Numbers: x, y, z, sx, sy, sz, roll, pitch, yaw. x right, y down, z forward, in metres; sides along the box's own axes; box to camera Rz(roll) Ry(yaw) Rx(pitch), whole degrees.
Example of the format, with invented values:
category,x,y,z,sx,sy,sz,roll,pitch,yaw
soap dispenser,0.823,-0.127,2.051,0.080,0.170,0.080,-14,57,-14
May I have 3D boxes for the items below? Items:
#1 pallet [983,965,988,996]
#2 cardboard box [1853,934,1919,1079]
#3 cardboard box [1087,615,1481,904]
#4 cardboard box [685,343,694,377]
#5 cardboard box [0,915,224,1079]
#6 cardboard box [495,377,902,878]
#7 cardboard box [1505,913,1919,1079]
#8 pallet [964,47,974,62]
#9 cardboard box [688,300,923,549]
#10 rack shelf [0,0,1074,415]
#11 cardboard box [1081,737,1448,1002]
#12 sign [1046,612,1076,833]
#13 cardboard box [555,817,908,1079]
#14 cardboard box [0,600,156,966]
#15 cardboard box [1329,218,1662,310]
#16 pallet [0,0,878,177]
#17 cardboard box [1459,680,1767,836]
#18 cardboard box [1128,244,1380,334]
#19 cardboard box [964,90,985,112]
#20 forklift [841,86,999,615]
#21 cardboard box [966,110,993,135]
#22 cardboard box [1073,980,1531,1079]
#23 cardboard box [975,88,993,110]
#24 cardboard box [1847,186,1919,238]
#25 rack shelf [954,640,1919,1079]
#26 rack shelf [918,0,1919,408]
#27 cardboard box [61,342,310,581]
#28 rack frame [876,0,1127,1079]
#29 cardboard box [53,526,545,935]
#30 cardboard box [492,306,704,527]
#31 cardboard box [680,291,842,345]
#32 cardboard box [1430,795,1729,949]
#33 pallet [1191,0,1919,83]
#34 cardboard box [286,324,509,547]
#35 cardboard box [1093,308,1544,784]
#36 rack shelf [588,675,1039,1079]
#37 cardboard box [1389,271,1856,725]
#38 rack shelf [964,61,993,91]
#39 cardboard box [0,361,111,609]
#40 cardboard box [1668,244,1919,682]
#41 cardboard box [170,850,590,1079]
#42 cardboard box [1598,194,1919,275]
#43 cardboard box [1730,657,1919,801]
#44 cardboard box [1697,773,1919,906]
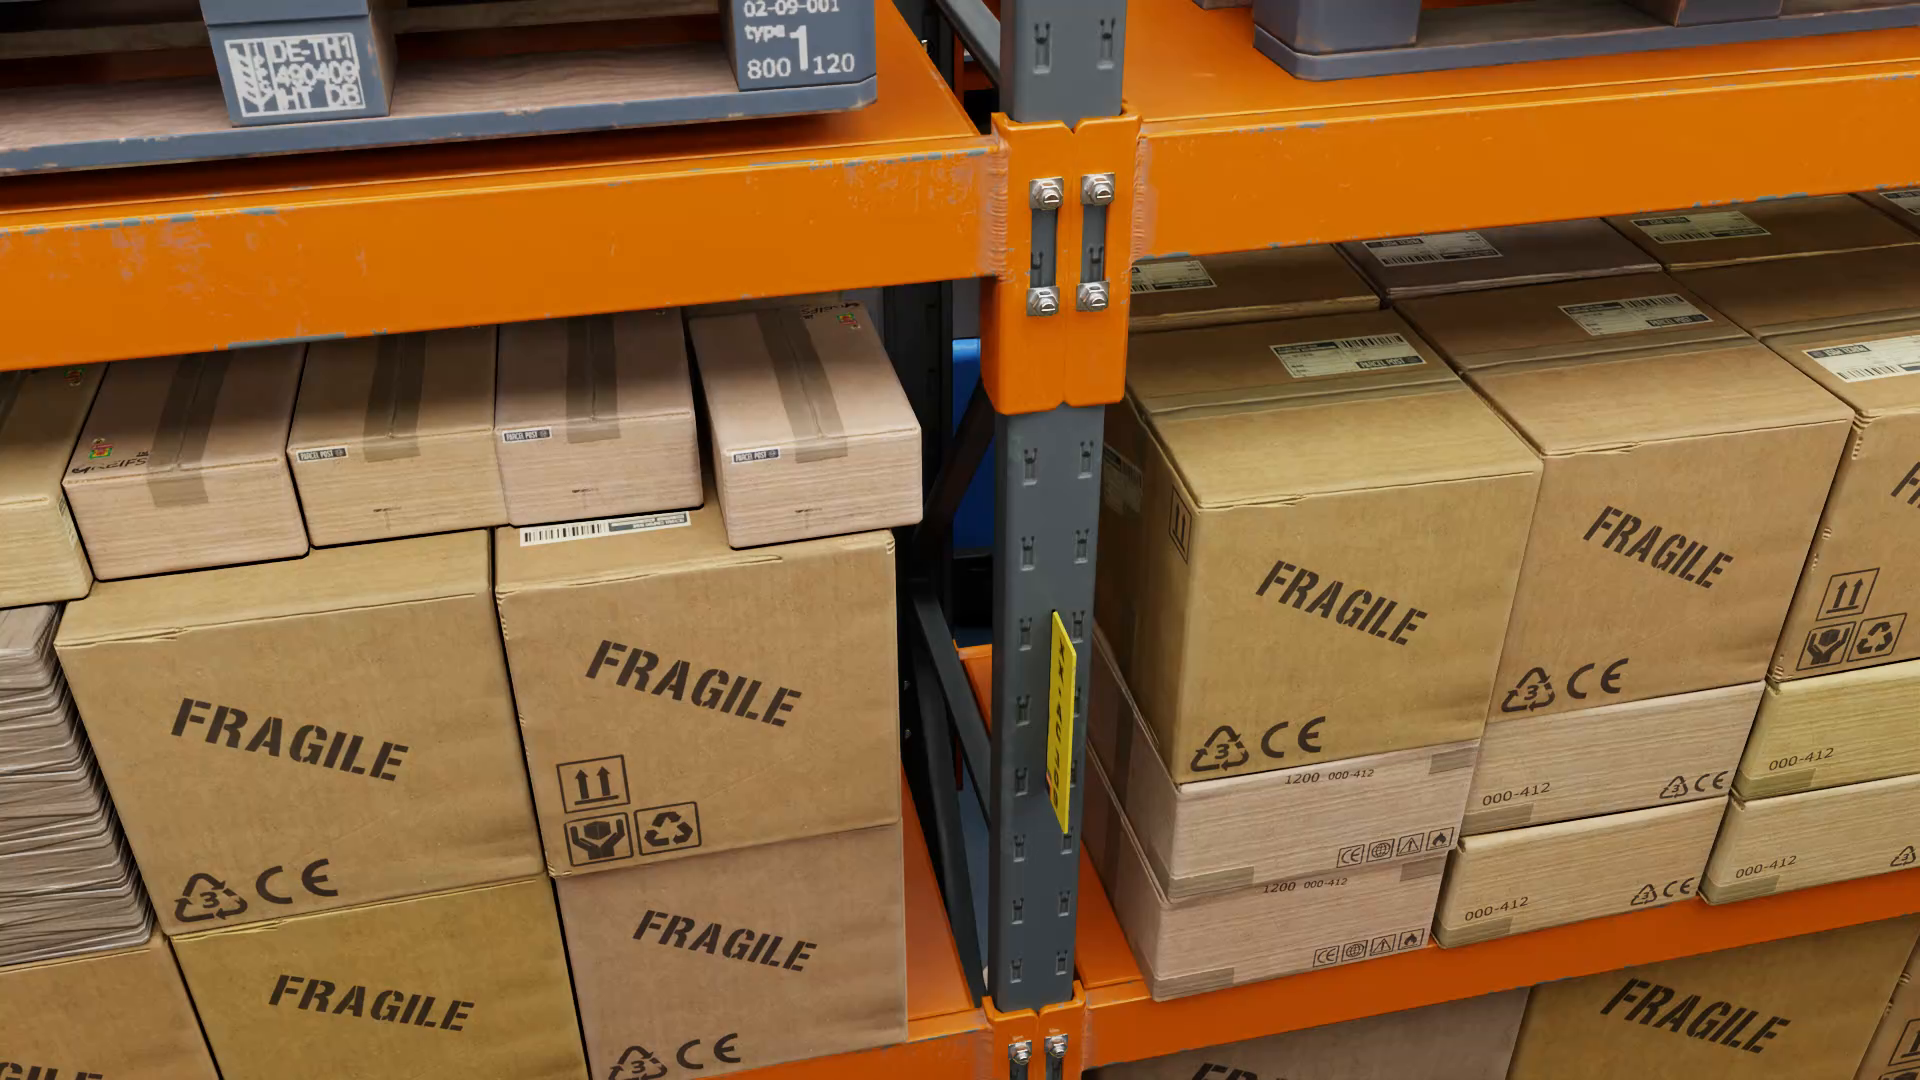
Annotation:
category,x,y,z,sx,sy,sz,roll,pitch,yaw
pallet,0.752,1.372,4.016,1.213,0.211,1.003,-7,35,-11
cardboard box,2.355,0.713,4.025,0.875,0.875,0.875,-7,34,-10
cardboard box,0.508,0.304,2.792,0.500,0.250,0.500,-8,35,-12
cardboard box,-0.502,-0.180,2.839,0.500,0.500,0.500,-7,34,-10
cardboard box,-1.367,0.640,2.514,0.500,0.500,0.500,-8,35,-11
cardboard box,-0.383,0.101,2.420,0.500,0.500,0.500,-7,35,-11
cardboard box,1.483,0.823,3.862,0.875,0.875,0.875,-6,34,-9
pallet,-0.279,-2.307,7.168,1.213,0.211,1.003,-7,35,-11
cardboard box,-0.214,-0.165,2.235,0.250,0.149,0.380,-8,35,-12
rack shelf,-1.934,-0.351,2.035,4.000,0.370,1.077,-7,35,-11
cardboard box,0.504,0.501,2.945,0.500,0.250,0.500,-8,35,-12
sign,0.140,0.259,2.324,0.005,0.325,0.100,-7,35,-11
cardboard box,-0.380,0.504,2.717,0.500,0.500,0.500,-7,34,-10
cardboard box,-1.374,0.227,2.233,0.500,0.500,0.500,-7,34,-10
cardboard box,0.900,-0.366,3.116,0.500,0.500,0.500,-7,34,-10
pallet,-0.784,-0.764,2.084,1.213,0.211,1.003,-7,35,-11
cardboard box,1.010,0.224,2.910,0.500,0.250,0.500,-7,34,-10
cardboard box,0.397,-0.298,3.016,0.500,0.500,0.500,-6,34,-9
cardboard box,-0.052,-2.071,7.928,0.250,0.149,0.380,-9,35,-13
forklift,0.878,-1.300,5.557,3.031,2.935,1.130,-5,34,-8
cardboard box,0.091,-1.808,7.536,0.250,0.149,0.380,-8,35,-11
cardboard box,0.603,0.938,3.690,0.875,0.875,0.875,-6,34,-9
cardboard box,0.228,-2.075,7.935,0.250,0.149,0.380,-6,34,-9
cardboard box,1.900,-0.489,3.300,0.500,0.500,0.500,-7,34,-10
rack shelf,1.967,0.403,3.604,4.000,0.370,1.077,-7,35,-11
rack shelf,1.967,-0.843,2.768,4.000,0.370,1.077,-7,35,-11
cardboard box,-0.983,-0.126,2.176,0.250,0.149,0.380,-7,35,-11
rack frame,0.016,0.350,3.037,0.127,3.000,1.000,-7,35,-11
cardboard box,-0.880,0.159,2.334,0.500,0.500,0.500,-8,35,-11
cardboard box,-0.495,-0.192,2.275,0.250,0.149,0.380,-6,34,-9
cardboard box,-0.349,-0.479,2.702,0.250,0.149,0.380,-8,35,-11
cardboard box,1.008,0.437,3.041,0.500,0.250,0.500,-8,35,-12
pallet,0.900,-0.956,2.462,1.217,0.209,0.805,-9,35,-12
cardboard box,-0.740,-0.167,2.237,0.250,0.149,0.380,-7,35,-10
cardboard box,0.509,-0.005,2.578,0.500,0.500,0.500,-7,34,-10
rack shelf,-1.934,0.894,2.871,4.000,0.370,1.077,-7,35,-11
cardboard box,0.999,-0.082,2.694,0.500,0.500,0.500,-7,35,-11
rack shelf,0.868,-2.295,7.623,4.000,0.370,1.077,-7,35,-11
cardboard box,-1.219,-0.075,2.101,0.250,0.149,0.380,-7,35,-11
cardboard box,1.489,-0.143,2.784,0.500,0.500,0.500,-8,35,-12
cardboard box,-0.880,0.570,2.618,0.500,0.500,0.500,-8,35,-12
cardboard box,1.399,-0.418,3.193,0.500,0.500,0.500,-6,34,-9
cardboard box,1.508,0.177,2.981,0.500,0.250,0.500,-7,34,-10
cardboard box,1.511,0.383,3.122,0.500,0.250,0.500,-7,35,-11
